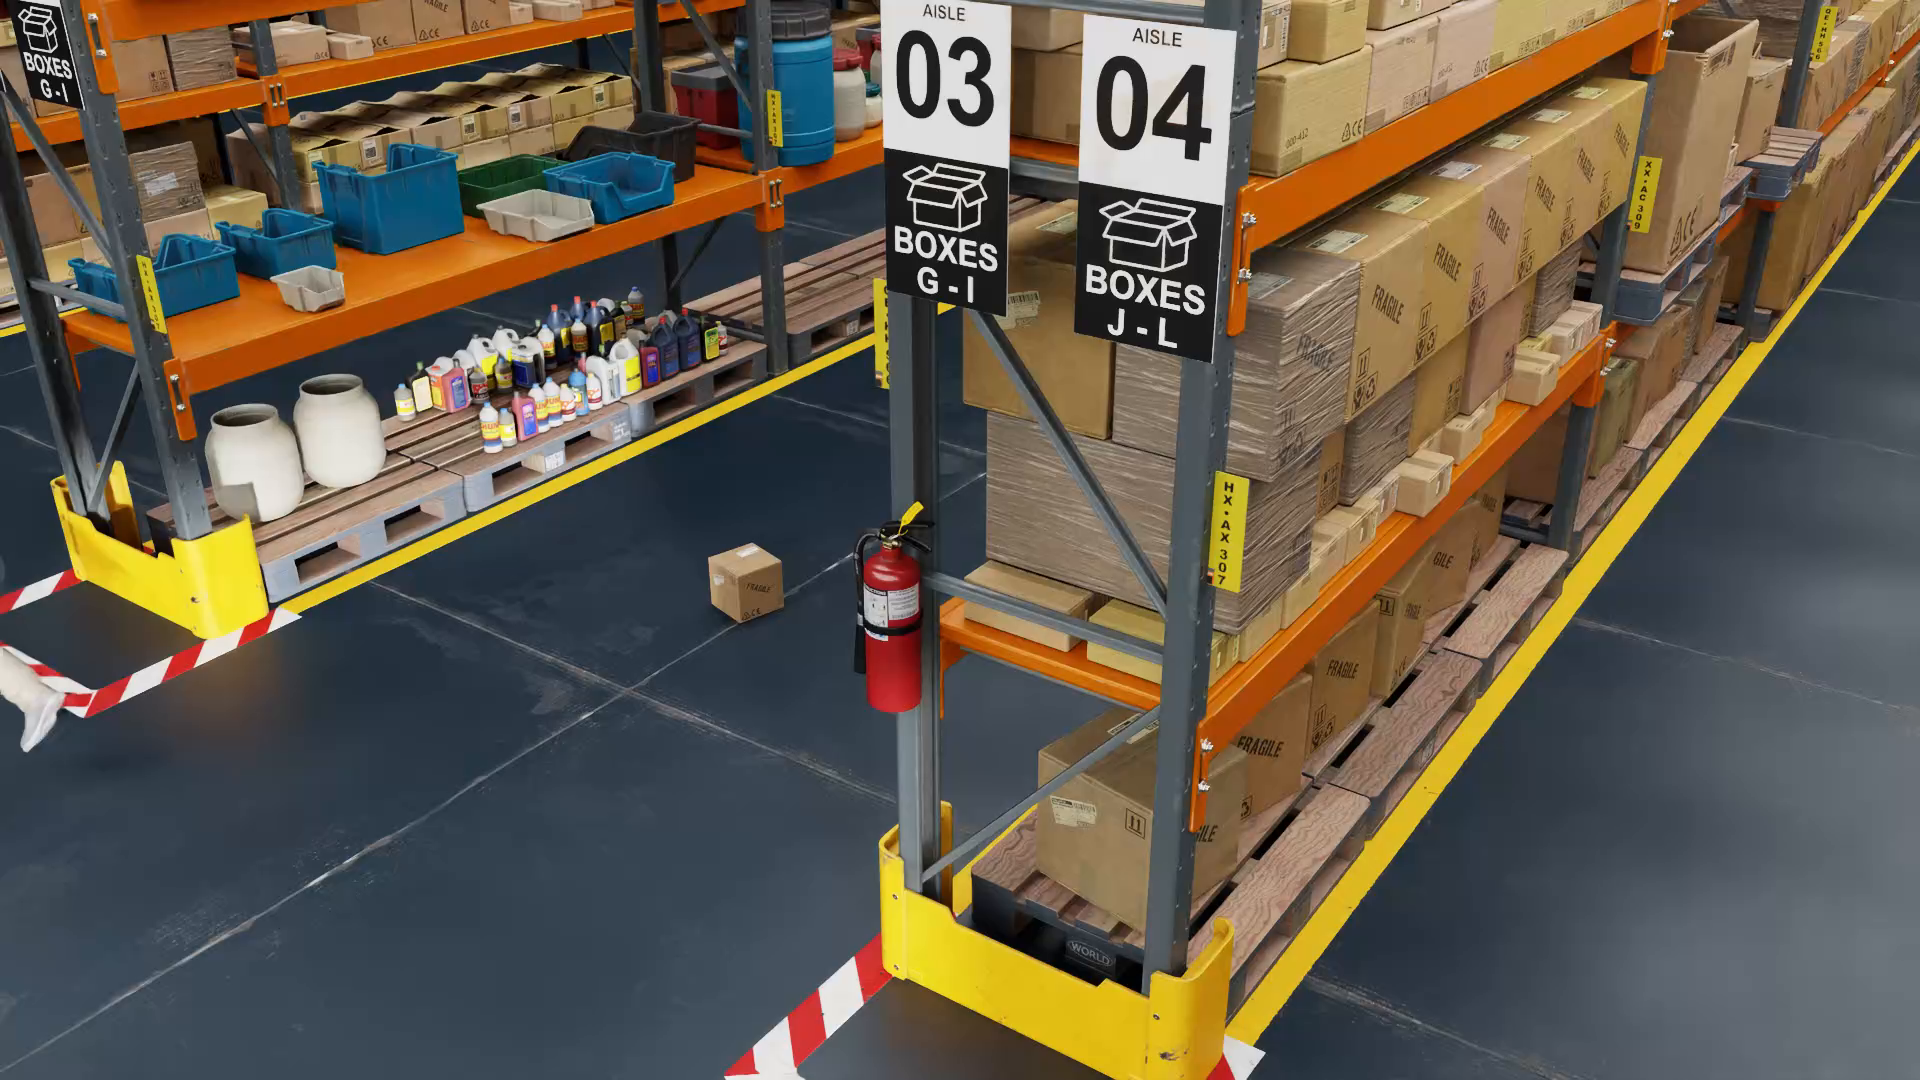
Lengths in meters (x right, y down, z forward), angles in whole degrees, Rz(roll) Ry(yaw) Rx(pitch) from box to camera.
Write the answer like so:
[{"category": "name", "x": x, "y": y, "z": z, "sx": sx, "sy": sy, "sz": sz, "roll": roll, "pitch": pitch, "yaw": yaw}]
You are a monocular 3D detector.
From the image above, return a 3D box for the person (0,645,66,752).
[{"category": "person", "x": -3.865, "y": 0.139, "z": 6.328, "sx": 0.582, "sy": 1.705, "sz": 0.549, "roll": 3, "pitch": 27, "yaw": 6}]
